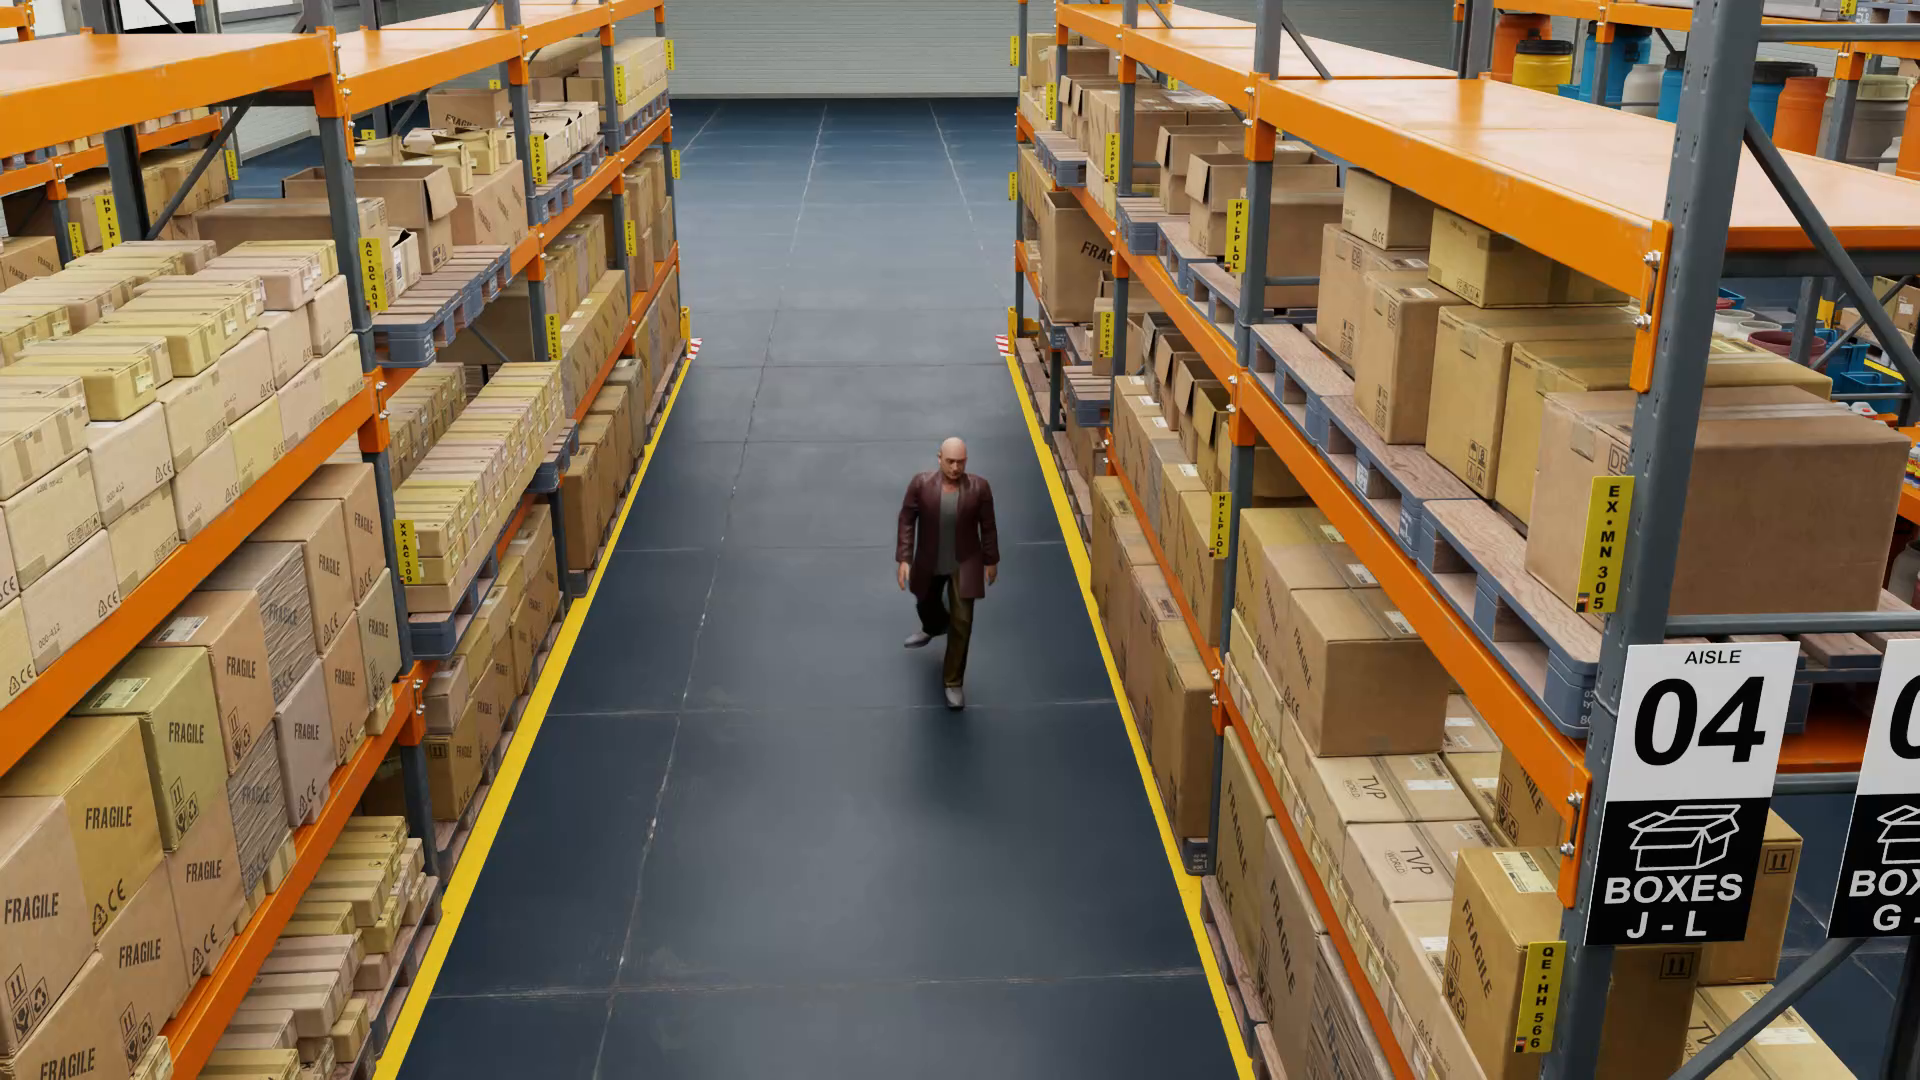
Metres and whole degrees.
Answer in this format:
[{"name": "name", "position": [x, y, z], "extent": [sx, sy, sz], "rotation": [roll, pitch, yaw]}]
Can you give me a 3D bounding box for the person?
[{"name": "person", "position": [-0.078, 0.108, 10.827], "extent": [0.678, 1.729, 1.012], "rotation": [2, 20, 5]}]
